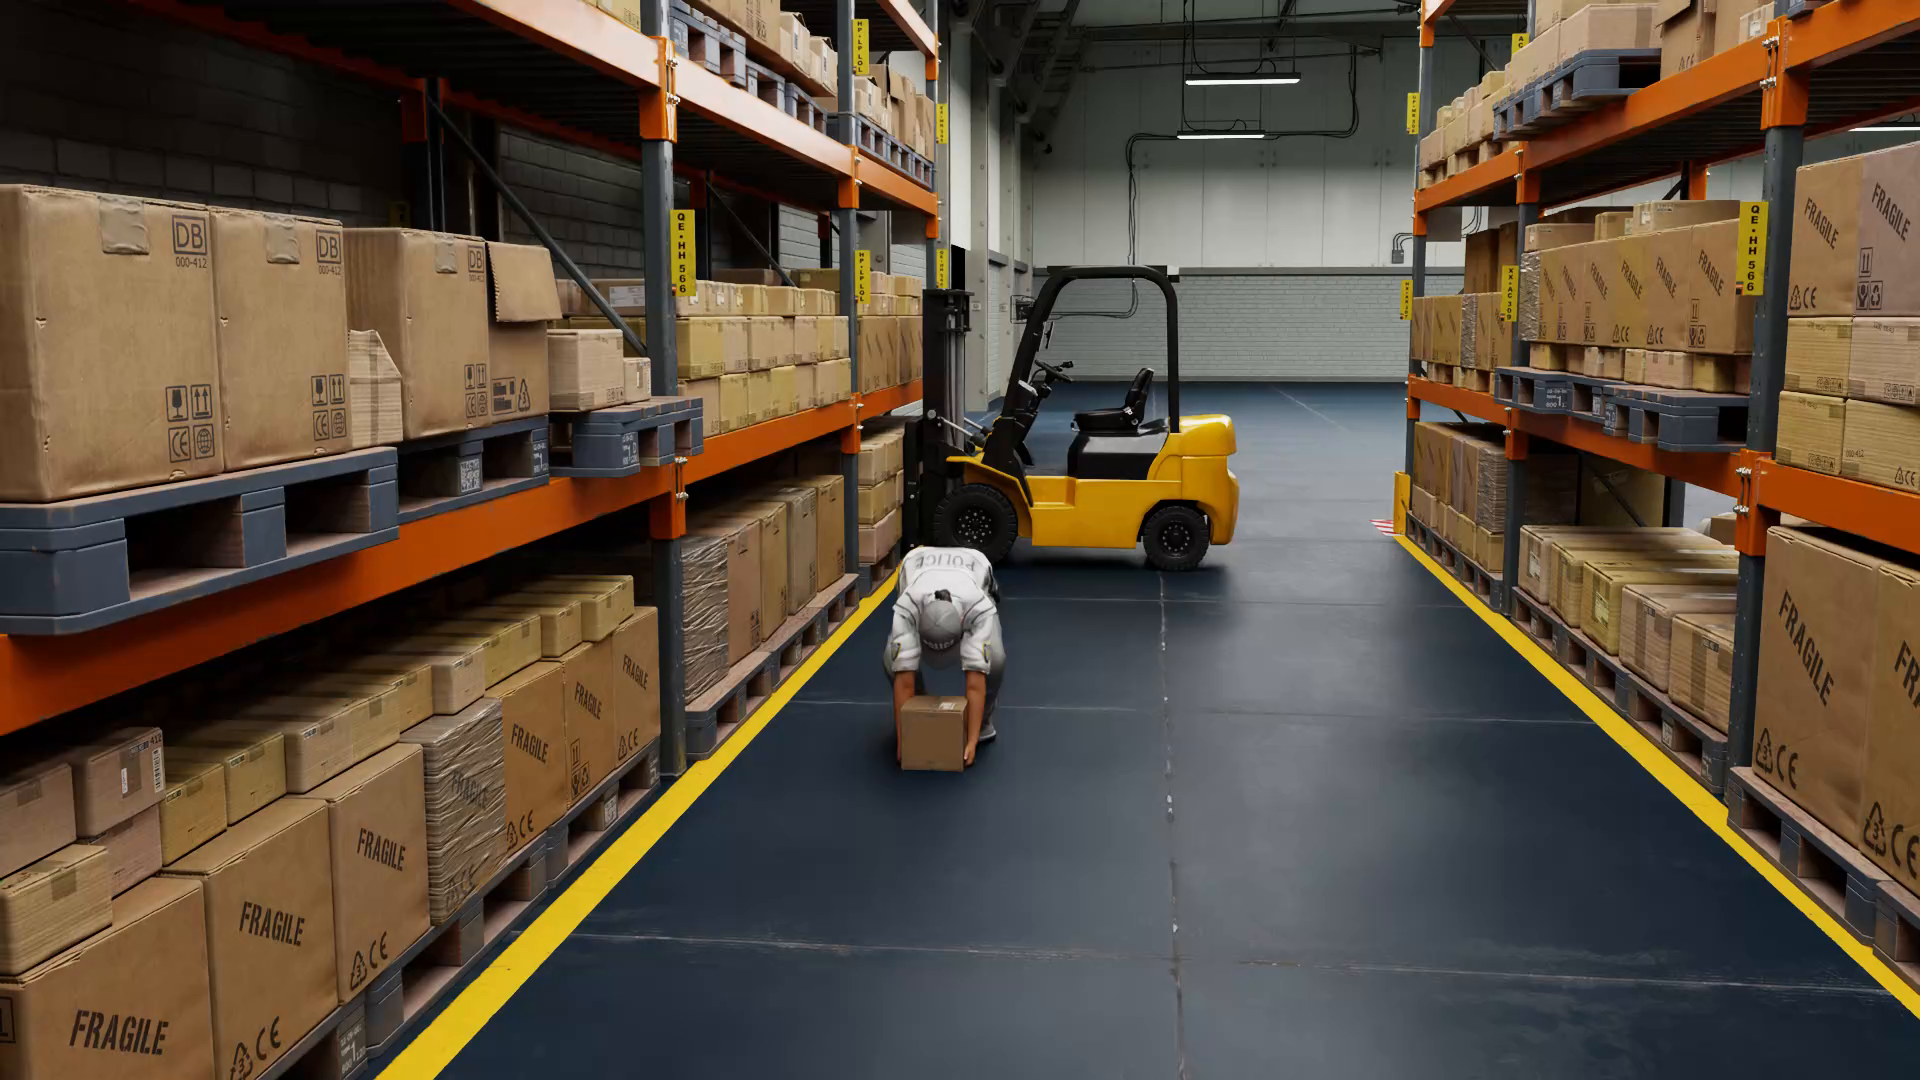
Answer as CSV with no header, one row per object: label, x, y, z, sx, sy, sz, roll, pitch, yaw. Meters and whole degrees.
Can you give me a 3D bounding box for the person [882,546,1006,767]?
person,-0.065,0.469,7.027,0.521,0.834,0.942,1,8,4
